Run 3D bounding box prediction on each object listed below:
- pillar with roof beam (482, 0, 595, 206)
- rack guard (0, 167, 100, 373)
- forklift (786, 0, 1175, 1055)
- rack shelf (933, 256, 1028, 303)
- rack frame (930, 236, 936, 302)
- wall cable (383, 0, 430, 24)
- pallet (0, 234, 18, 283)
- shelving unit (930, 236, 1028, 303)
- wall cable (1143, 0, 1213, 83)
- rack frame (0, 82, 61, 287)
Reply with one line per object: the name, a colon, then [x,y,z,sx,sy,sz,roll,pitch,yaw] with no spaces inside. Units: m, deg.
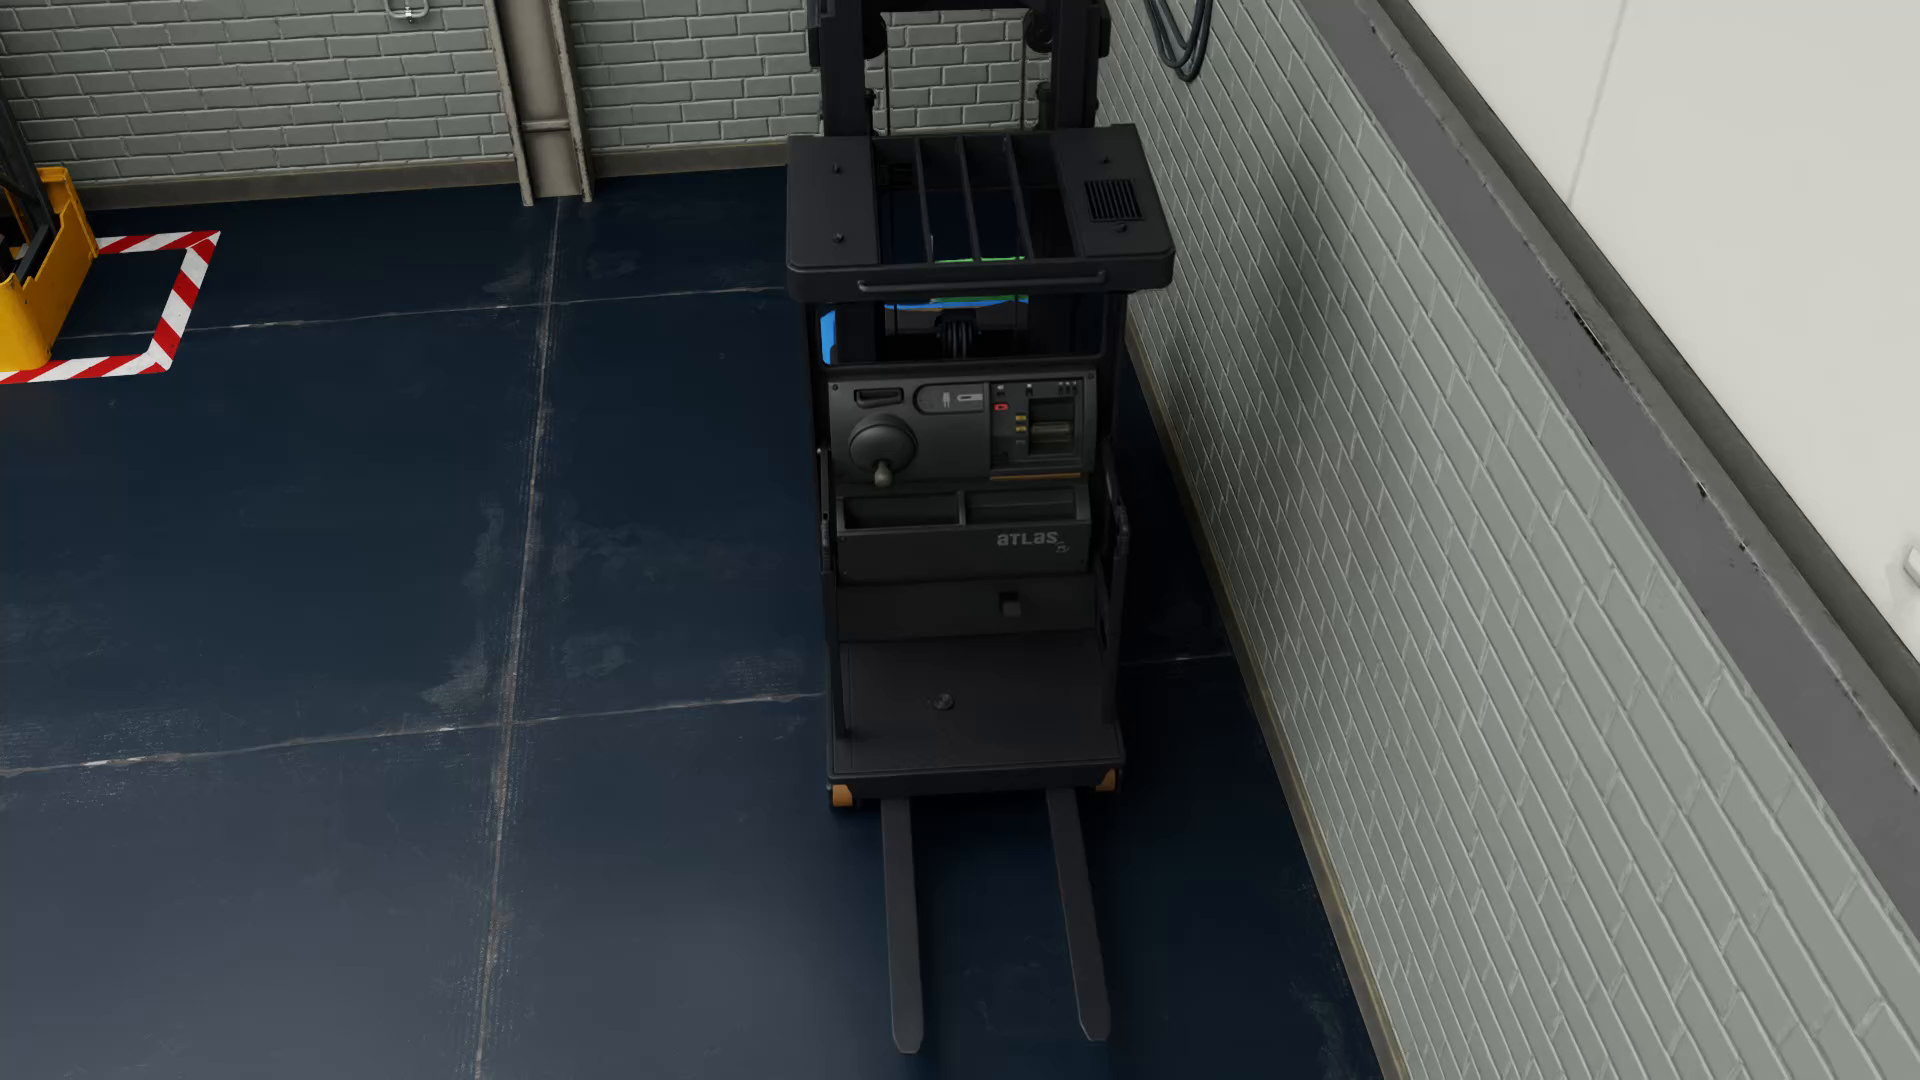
pillar with roof beam: [-1.784,-2.529,3.551,0.400,9.000,9.100,-5,42,-6]
rack guard: [-4.884,-1.426,8.672,0.348,0.500,1.175,-5,42,-6]
forklift: [0.031,-0.309,5.619,1.130,2.935,3.031,-3,42,-3]
rack shelf: [0.127,-1.097,7.164,0.480,0.148,0.258,-3,42,-3]
rack frame: [-0.117,-0.775,7.429,0.015,1.200,0.240,-3,42,-3]
wall cable: [-3.760,-3.468,8.312,1.851,1.984,0.084,-5,42,-6]
pallet: [-5.690,-1.195,8.632,1.213,0.211,1.003,-5,42,-6]
shelving unit: [0.127,-0.788,7.442,0.503,1.200,0.258,-3,42,-3]
wall cable: [0.747,-3.680,7.145,0.112,2.526,3.097,-5,42,-6]
rack frame: [-4.907,-2.352,7.833,0.127,3.000,1.000,-5,42,-6]
